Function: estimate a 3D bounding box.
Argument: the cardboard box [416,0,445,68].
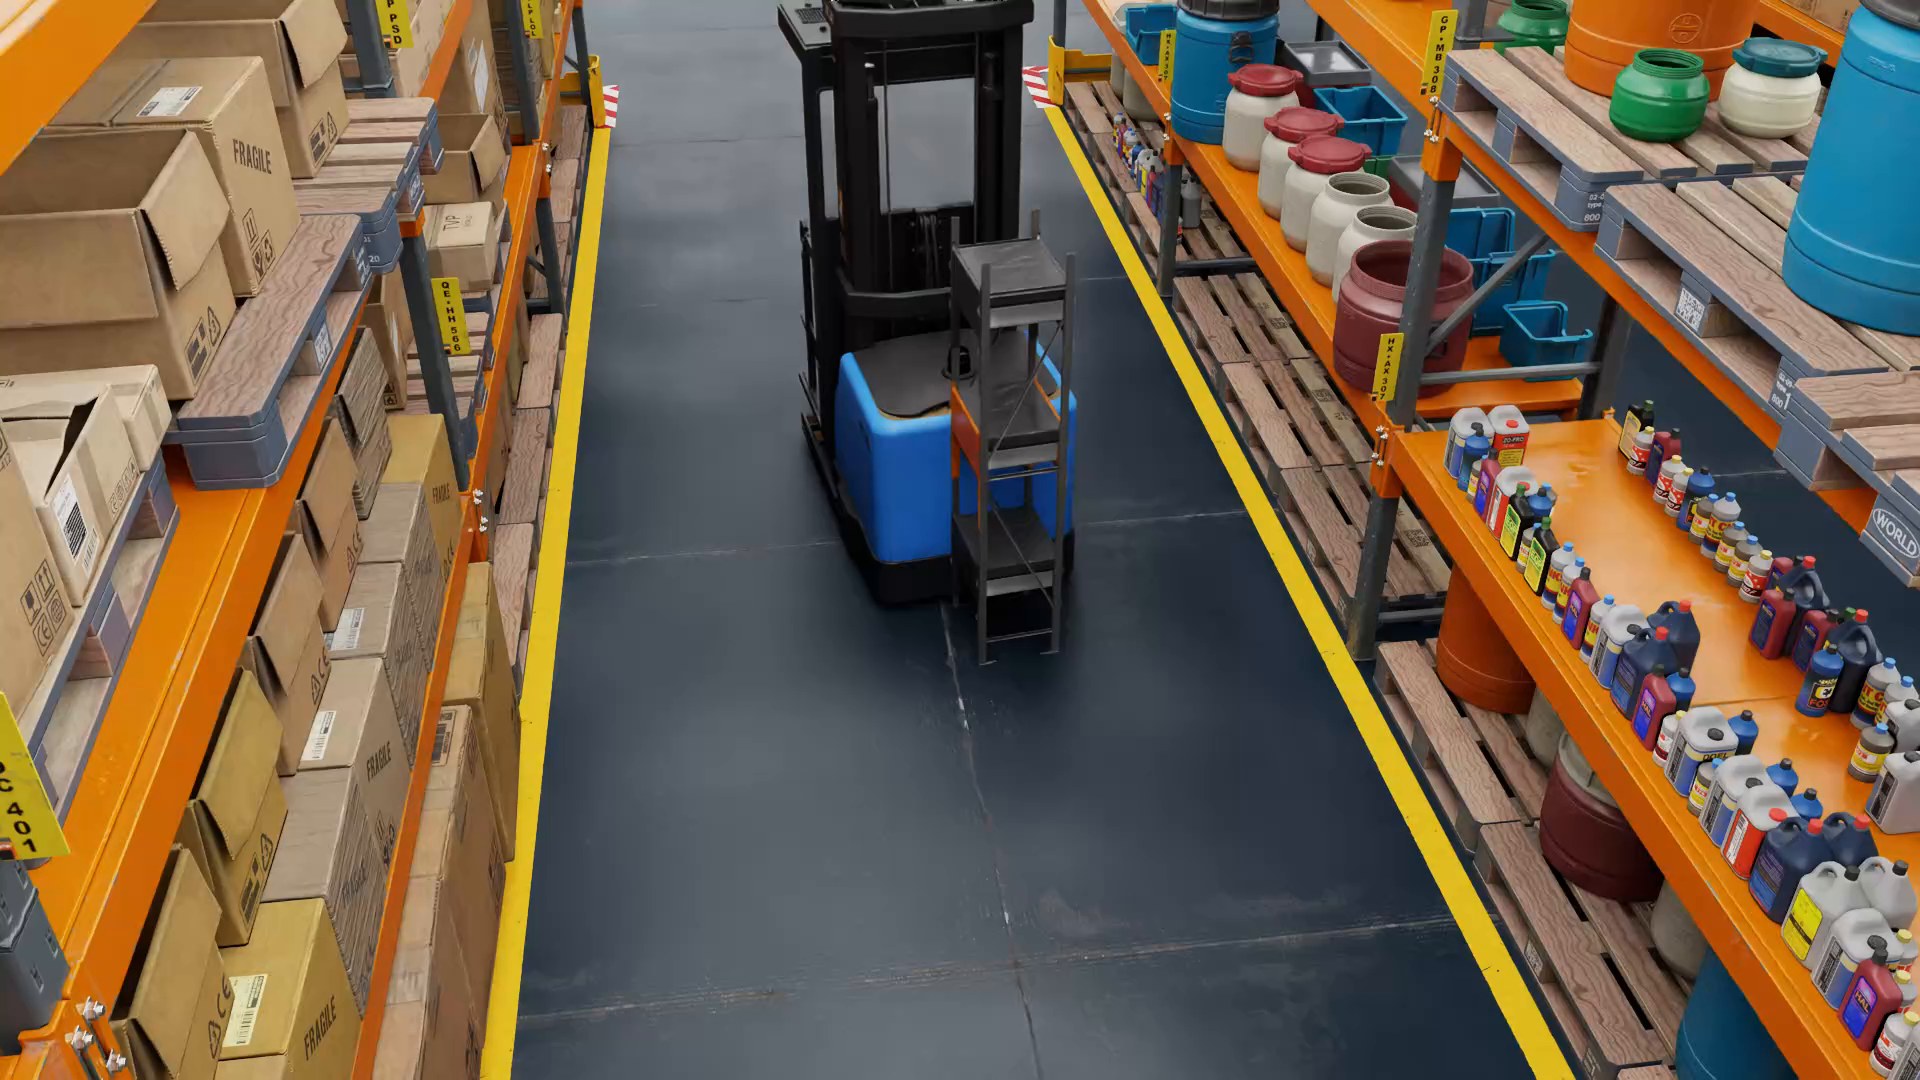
[{"bbox_3d":[-2.404,-2.090,6.752,0.500,0.250,0.500,-4,34,-5],"label":"cardboard box"}]

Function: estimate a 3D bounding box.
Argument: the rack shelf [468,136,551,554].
[{"bbox_3d":[-2.793,-1.163,8.561,1.077,0.370,4.000,-4,35,-6],"label":"rack shelf"}]

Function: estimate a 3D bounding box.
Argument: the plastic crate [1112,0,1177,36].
[{"bbox_3d":[1.376,-3.730,11.922,0.530,0.136,0.437,-4,35,-6],"label":"plastic crate"}]

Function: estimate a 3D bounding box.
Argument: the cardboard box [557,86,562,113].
[{"bbox_3d":[-3.533,-3.600,13.344,0.500,0.500,0.500,2,34,2],"label":"cardboard box"}]

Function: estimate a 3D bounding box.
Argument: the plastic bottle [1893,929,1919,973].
[{"bbox_3d":[2.620,1.175,4.667,0.097,0.201,0.097,0,34,0],"label":"plastic bottle"}]

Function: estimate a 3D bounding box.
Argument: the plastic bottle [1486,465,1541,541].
[{"bbox_3d":[2.184,-0.144,6.537,0.152,0.276,0.135,-4,35,-6],"label":"plastic bottle"}]

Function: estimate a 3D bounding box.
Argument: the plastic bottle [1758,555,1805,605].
[{"bbox_3d":[3.014,0.160,6.084,0.061,0.283,0.133,-4,35,-6],"label":"plastic bottle"}]

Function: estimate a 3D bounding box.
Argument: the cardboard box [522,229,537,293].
[{"bbox_3d":[-3.076,-1.944,10.914,0.500,0.500,0.500,-5,35,-8],"label":"cardboard box"}]

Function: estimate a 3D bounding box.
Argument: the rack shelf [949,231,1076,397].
[{"bbox_3d":[0.219,-0.991,7.250,0.431,0.518,0.480,-9,35,-12],"label":"rack shelf"}]

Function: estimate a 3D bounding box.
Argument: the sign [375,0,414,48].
[{"bbox_3d":[-1.973,-1.868,5.763,0.100,0.325,0.005,-4,35,-6],"label":"sign"}]

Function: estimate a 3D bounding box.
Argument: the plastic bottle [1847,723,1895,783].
[{"bbox_3d":[2.960,0.681,5.392,0.097,0.201,0.097,0,34,0],"label":"plastic bottle"}]

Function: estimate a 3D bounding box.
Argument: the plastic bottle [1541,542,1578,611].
[{"bbox_3d":[2.221,0.128,6.142,0.097,0.271,0.097,0,34,0],"label":"plastic bottle"}]

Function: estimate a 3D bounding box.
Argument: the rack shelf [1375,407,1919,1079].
[{"bbox_3d":[2.653,0.694,5.836,1.077,0.370,4.000,-4,35,-6],"label":"rack shelf"}]

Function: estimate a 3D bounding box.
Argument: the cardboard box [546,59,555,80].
[{"bbox_3d":[-2.911,-3.175,11.097,0.380,0.149,0.250,-4,35,-6],"label":"cardboard box"}]

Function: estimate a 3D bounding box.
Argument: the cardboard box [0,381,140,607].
[{"bbox_3d":[-2.045,-0.108,3.416,0.500,0.311,0.500,-6,35,-8],"label":"cardboard box"}]

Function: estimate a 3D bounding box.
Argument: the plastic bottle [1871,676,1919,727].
[{"bbox_3d":[3.093,0.565,5.500,0.097,0.271,0.097,0,34,0],"label":"plastic bottle"}]

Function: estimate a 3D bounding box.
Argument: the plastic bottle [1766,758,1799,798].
[{"bbox_3d":[2.534,0.790,5.170,0.097,0.271,0.097,0,34,0],"label":"plastic bottle"}]

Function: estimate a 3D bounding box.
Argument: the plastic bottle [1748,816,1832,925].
[{"bbox_3d":[2.449,0.941,4.877,0.144,0.351,0.185,-4,35,-6],"label":"plastic bottle"}]

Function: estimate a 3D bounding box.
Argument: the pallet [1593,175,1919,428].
[{"bbox_3d":[2.564,-0.712,4.764,1.003,0.211,1.213,-4,35,-6],"label":"pallet"}]

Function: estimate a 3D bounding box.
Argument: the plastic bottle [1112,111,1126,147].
[{"bbox_3d":[1.243,-3.203,12.947,0.097,0.271,0.097,0,34,0],"label":"plastic bottle"}]

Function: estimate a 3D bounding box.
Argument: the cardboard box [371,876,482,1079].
[{"bbox_3d":[-2.213,1.738,5.179,1.225,0.875,0.875,-6,35,-8],"label":"cardboard box"}]

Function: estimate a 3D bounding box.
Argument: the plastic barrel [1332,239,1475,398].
[{"bbox_3d":[2.021,-1.012,7.579,0.600,0.536,0.708,-4,35,-6],"label":"plastic barrel"}]

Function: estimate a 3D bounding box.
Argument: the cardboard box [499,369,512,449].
[{"bbox_3d":[-2.880,-0.802,9.220,0.700,0.500,0.500,-7,35,-10],"label":"cardboard box"}]

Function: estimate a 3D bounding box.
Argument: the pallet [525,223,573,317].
[{"bbox_3d":[-3.188,-1.797,11.327,1.003,0.211,1.213,-4,35,-6],"label":"pallet"}]

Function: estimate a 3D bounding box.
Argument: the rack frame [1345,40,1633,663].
[{"bbox_3d":[2.384,-0.720,7.271,1.000,3.000,0.127,-4,35,-6],"label":"rack frame"}]

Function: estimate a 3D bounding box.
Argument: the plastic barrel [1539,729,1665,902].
[{"bbox_3d":[2.618,1.005,6.509,0.600,0.588,0.708,-4,35,-6],"label":"plastic barrel"}]

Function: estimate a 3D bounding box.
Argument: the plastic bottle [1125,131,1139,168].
[{"bbox_3d":[1.302,-2.956,12.585,0.097,0.271,0.097,0,34,0],"label":"plastic bottle"}]

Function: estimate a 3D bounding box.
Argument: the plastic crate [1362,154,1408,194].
[{"bbox_3d":[2.360,-1.914,9.212,0.450,0.188,0.662,-4,35,-6],"label":"plastic crate"}]

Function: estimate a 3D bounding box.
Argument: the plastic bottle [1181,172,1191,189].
[{"bbox_3d":[1.591,-2.478,11.879,0.152,0.276,0.135,-4,35,-6],"label":"plastic bottle"}]

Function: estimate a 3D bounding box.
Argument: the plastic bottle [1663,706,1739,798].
[{"bbox_3d":[2.382,0.678,5.330,0.152,0.276,0.135,-4,35,-6],"label":"plastic bottle"}]

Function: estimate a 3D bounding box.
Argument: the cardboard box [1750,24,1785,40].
[{"bbox_3d":[6.267,-3.751,13.122,0.500,0.500,0.500,-4,35,-6],"label":"cardboard box"}]

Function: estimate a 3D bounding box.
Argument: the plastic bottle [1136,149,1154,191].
[{"bbox_3d":[1.386,-2.724,12.240,0.152,0.276,0.135,-4,34,-6],"label":"plastic bottle"}]

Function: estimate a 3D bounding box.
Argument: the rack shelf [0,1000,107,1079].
[{"bbox_3d":[-1.717,2.061,1.166,1.077,0.370,4.000,-4,35,-6],"label":"rack shelf"}]

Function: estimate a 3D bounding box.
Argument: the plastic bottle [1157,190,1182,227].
[{"bbox_3d":[1.473,-2.377,11.664,0.144,0.351,0.185,-5,35,-8],"label":"plastic bottle"}]

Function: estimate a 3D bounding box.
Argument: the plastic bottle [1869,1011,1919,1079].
[{"bbox_3d":[2.506,1.336,4.431,0.097,0.201,0.097,0,34,0],"label":"plastic bottle"}]

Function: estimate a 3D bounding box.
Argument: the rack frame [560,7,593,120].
[{"bbox_3d":[-3.600,-4.809,13.272,1.000,3.000,0.127,-4,35,-6],"label":"rack frame"}]

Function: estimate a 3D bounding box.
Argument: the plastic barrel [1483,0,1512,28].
[{"bbox_3d":[2.488,-2.641,6.982,0.600,0.901,0.600,0,34,0],"label":"plastic barrel"}]

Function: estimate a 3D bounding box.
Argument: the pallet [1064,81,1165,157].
[{"bbox_3d":[1.468,-3.539,13.884,1.003,0.211,1.213,-4,35,-6],"label":"pallet"}]

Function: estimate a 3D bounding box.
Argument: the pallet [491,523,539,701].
[{"bbox_3d":[-2.628,0.371,8.146,1.003,0.211,1.213,-4,35,-6],"label":"pallet"}]

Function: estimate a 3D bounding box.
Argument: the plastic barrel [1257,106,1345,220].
[{"bbox_3d":[1.856,-2.048,9.100,0.433,0.535,0.433,0,34,0],"label":"plastic barrel"}]

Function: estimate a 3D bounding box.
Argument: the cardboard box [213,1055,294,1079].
[{"bbox_3d":[-1.801,1.571,3.822,0.500,0.500,0.500,-4,35,-6],"label":"cardboard box"}]

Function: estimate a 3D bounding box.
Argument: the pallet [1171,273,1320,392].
[{"bbox_3d":[1.990,-1.364,10.693,1.003,0.211,1.213,-4,35,-6],"label":"pallet"}]

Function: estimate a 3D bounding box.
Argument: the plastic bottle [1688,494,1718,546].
[{"bbox_3d":[2.929,-0.087,6.519,0.097,0.201,0.097,0,34,0],"label":"plastic bottle"}]

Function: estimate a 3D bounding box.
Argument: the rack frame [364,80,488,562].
[{"bbox_3d":[-2.524,-0.345,6.721,1.000,3.000,0.127,-4,35,-6],"label":"rack frame"}]

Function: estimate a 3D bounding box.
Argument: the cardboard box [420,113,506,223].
[{"bbox_3d":[-2.738,-1.833,8.440,0.797,0.503,0.637,-1,34,-1],"label":"cardboard box"}]

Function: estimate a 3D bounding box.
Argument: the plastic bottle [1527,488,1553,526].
[{"bbox_3d":[2.232,-0.080,6.447,0.097,0.271,0.097,0,34,0],"label":"plastic bottle"}]

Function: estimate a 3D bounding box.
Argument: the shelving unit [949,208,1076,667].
[{"bbox_3d":[0.219,-0.424,7.636,0.431,2.100,0.503,-9,35,-12],"label":"shelving unit"}]

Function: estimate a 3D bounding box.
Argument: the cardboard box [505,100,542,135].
[{"bbox_3d":[-2.793,-2.616,10.276,0.380,0.149,0.250,-4,35,-6],"label":"cardboard box"}]

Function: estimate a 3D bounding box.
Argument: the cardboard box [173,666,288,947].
[{"bbox_3d":[-2.161,0.692,4.220,0.797,0.503,0.637,-4,34,-6],"label":"cardboard box"}]

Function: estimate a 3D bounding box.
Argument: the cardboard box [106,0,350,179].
[{"bbox_3d":[-2.371,-1.465,5.237,0.797,0.503,0.637,-2,34,-4],"label":"cardboard box"}]

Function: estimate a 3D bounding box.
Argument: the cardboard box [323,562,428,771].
[{"bbox_3d":[-2.078,0.439,5.482,0.500,0.500,0.500,-5,35,-8],"label":"cardboard box"}]

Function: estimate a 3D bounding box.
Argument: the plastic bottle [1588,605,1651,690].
[{"bbox_3d":[2.308,0.371,5.780,0.152,0.276,0.135,-4,35,-6],"label":"plastic bottle"}]

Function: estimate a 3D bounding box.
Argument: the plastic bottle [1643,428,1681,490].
[{"bbox_3d":[2.892,-0.349,6.831,0.061,0.283,0.133,-4,35,-6],"label":"plastic bottle"}]

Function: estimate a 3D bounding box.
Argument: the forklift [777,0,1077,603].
[{"bbox_3d":[-0.295,-1.724,8.806,1.130,2.935,3.031,-9,35,-12],"label":"forklift"}]

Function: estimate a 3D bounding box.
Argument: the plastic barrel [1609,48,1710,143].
[{"bbox_3d":[2.298,-1.460,5.459,0.294,0.245,0.294,0,34,0],"label":"plastic barrel"}]

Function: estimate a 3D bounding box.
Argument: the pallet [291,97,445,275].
[{"bbox_3d":[-2.385,-1.151,5.408,1.213,0.211,1.003,-3,34,-4],"label":"pallet"}]

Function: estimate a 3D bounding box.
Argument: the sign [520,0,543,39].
[{"bbox_3d":[-2.513,-3.099,9.735,0.100,0.325,0.005,-4,35,-6],"label":"sign"}]

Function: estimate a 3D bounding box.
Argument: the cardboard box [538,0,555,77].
[{"bbox_3d":[-3.094,-3.278,10.673,0.875,0.500,0.500,-4,35,-6],"label":"cardboard box"}]

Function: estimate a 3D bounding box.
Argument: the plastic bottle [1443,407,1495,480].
[{"bbox_3d":[2.122,-0.403,6.916,0.152,0.276,0.135,-4,35,-6],"label":"plastic bottle"}]
